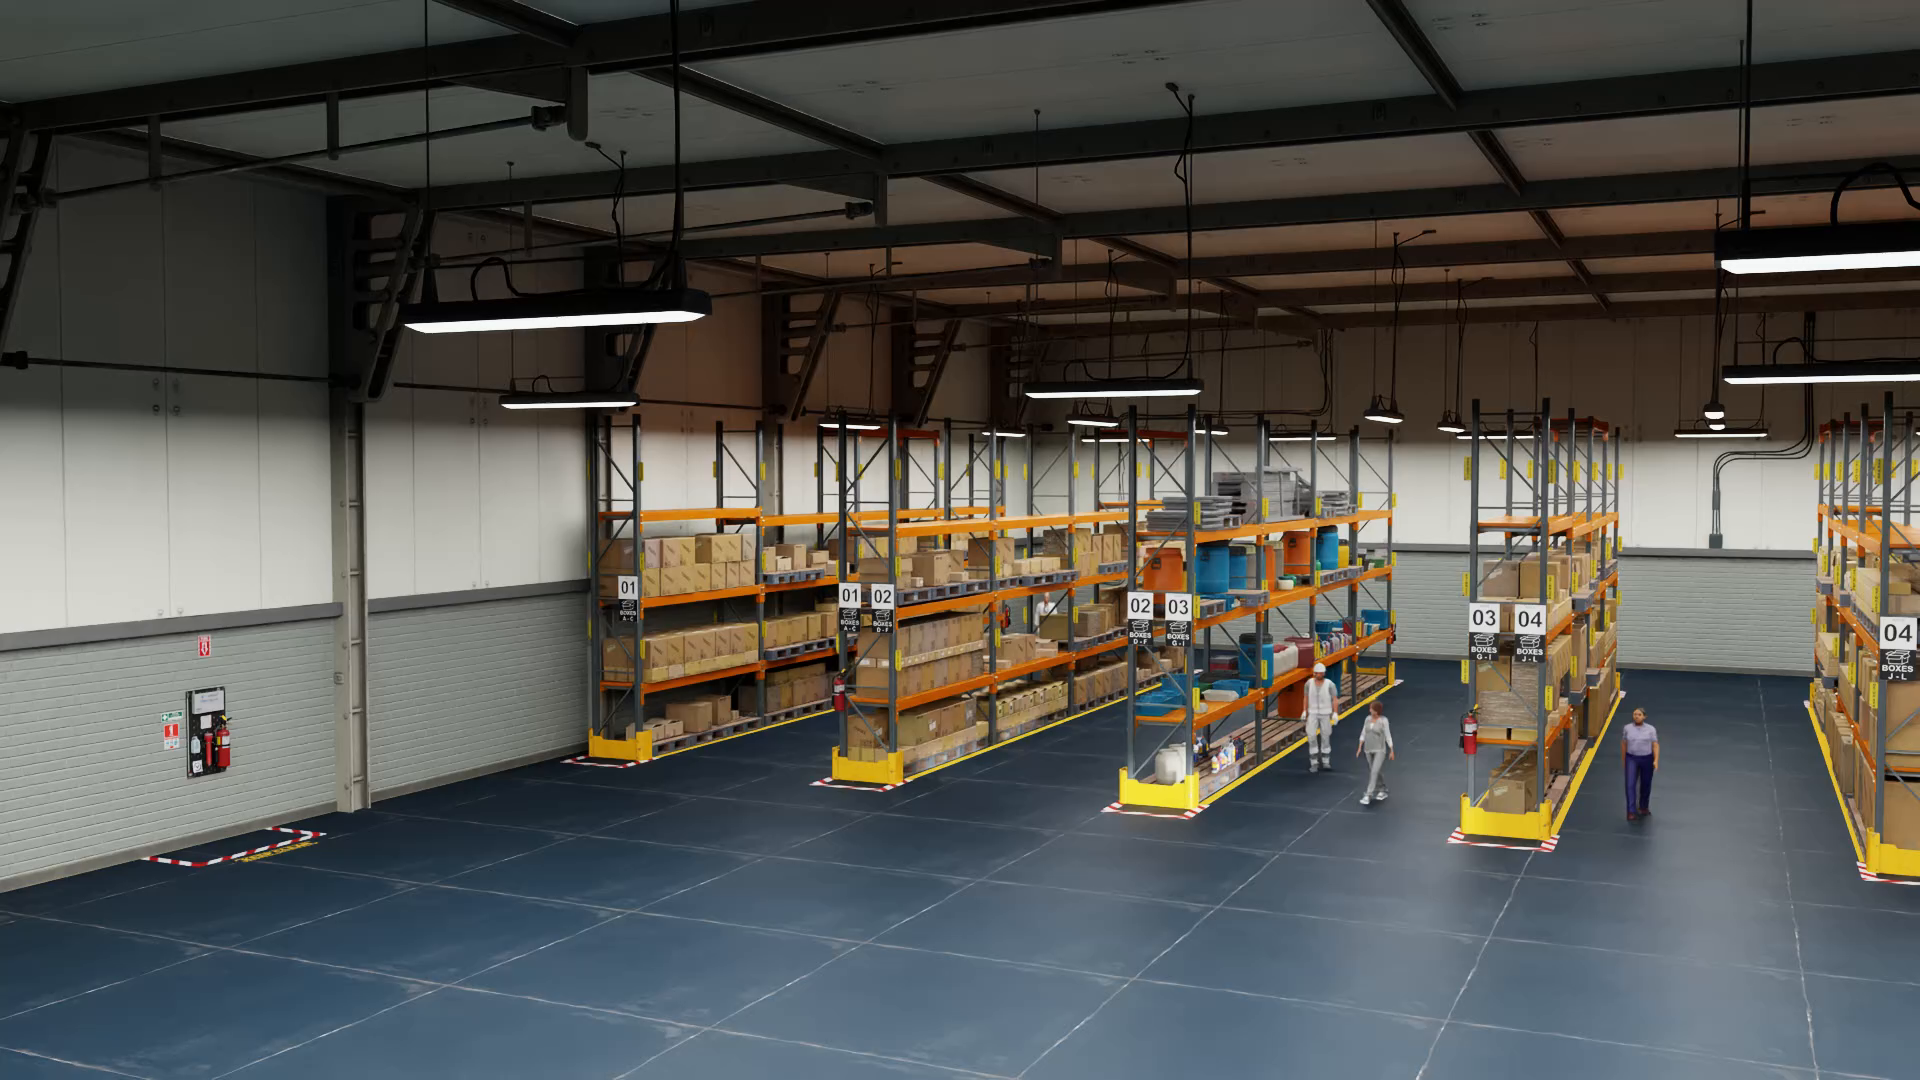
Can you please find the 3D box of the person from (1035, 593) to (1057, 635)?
[{"bbox_3d":[2.300,2.282,44.474,0.592,1.707,1.163,0,2,-2],"label":"person"}]

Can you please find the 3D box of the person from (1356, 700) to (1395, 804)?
[{"bbox_3d":[6.195,3.182,24.998,0.971,1.543,0.449,-2,3,-40],"label":"person"}]

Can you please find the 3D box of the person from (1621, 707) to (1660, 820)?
[{"bbox_3d":[9.762,3.198,23.859,0.505,1.593,0.992,1,3,21],"label":"person"}]

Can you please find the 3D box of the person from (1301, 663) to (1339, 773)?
[{"bbox_3d":[6.021,2.976,27.839,0.645,1.842,0.505,1,3,21],"label":"person"}]

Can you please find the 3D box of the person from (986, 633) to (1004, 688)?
[{"bbox_3d":[0.790,2.768,35.520,0.580,1.562,0.721,1,3,28],"label":"person"}]
